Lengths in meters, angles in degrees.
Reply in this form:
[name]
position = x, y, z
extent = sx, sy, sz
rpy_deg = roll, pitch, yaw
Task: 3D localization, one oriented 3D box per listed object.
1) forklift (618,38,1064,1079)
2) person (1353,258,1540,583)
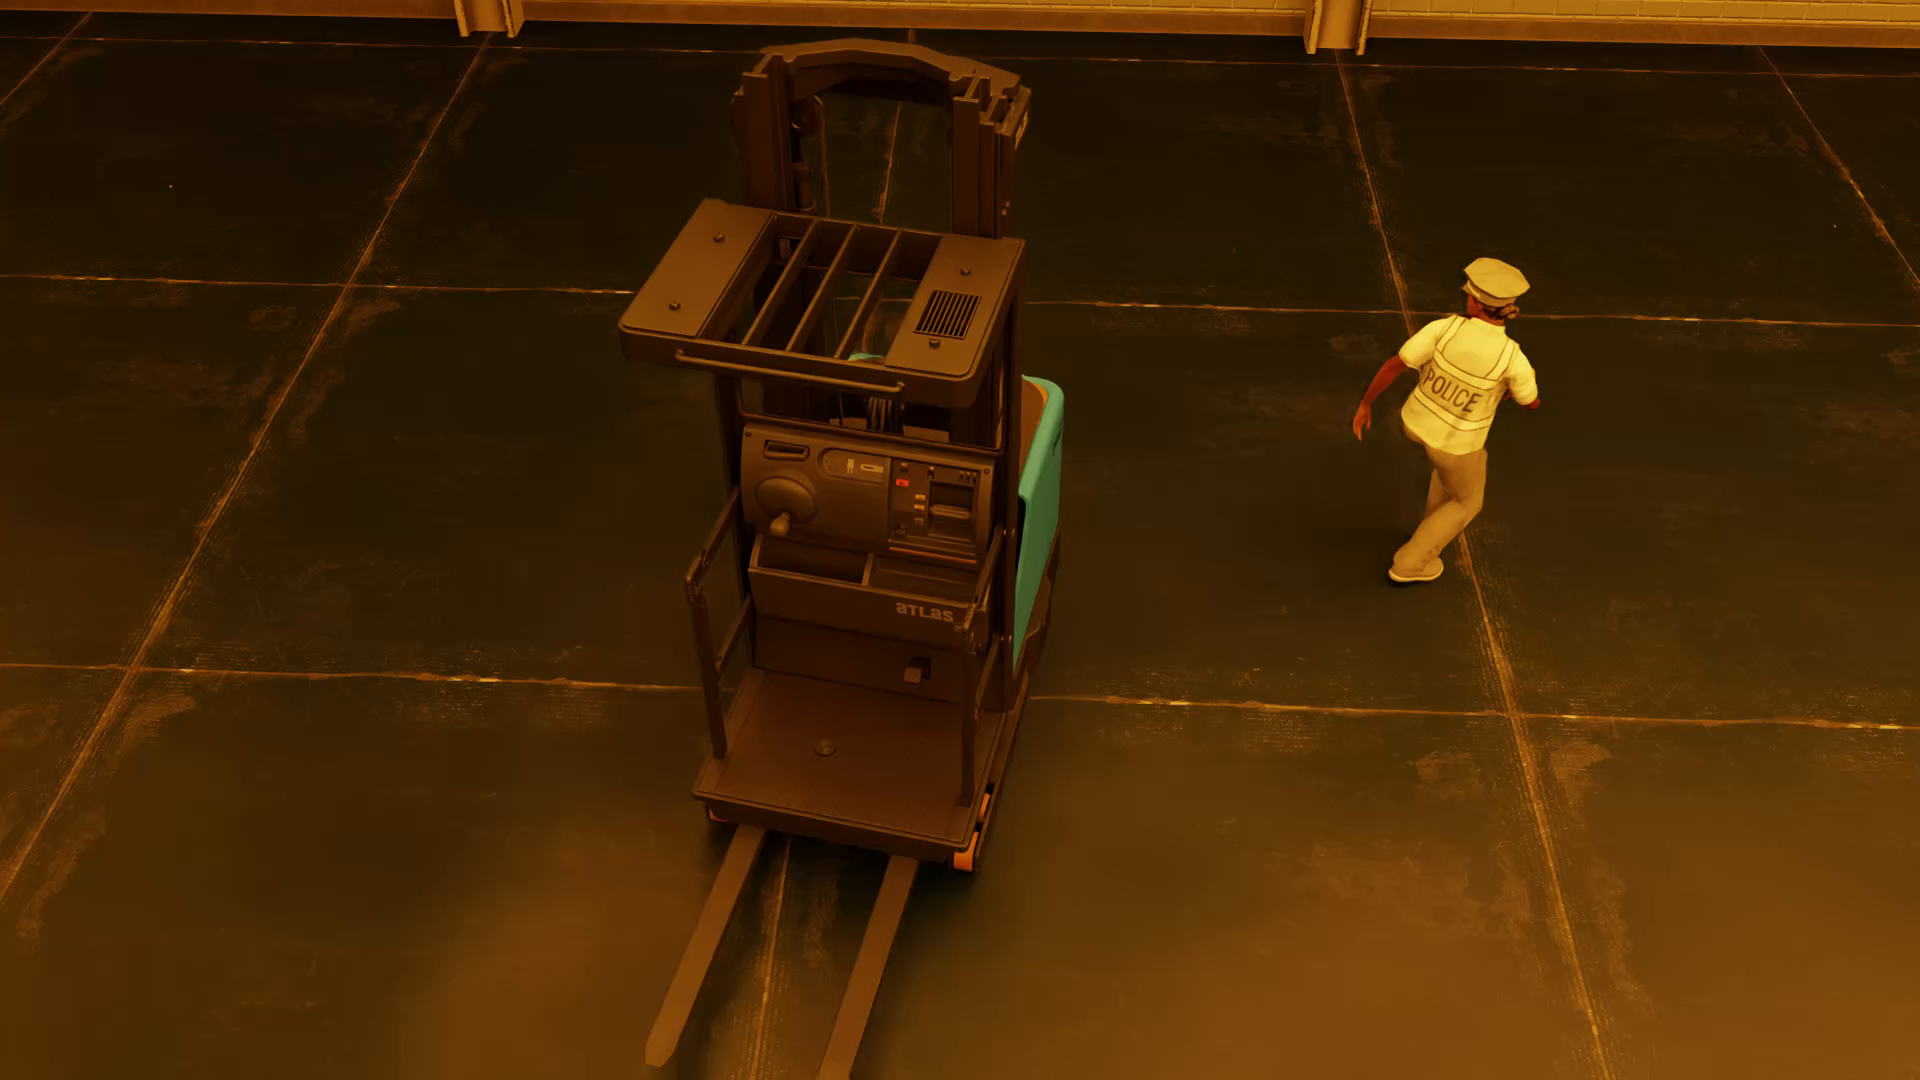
[forklift]
position = -0.388, -0.079, 5.829
extent = 1.130, 2.935, 3.031
rpy_deg = 9, 43, 10
[person]
position = 2.151, -0.461, 7.284
extent = 0.744, 1.663, 0.542
rpy_deg = -24, 48, -24
